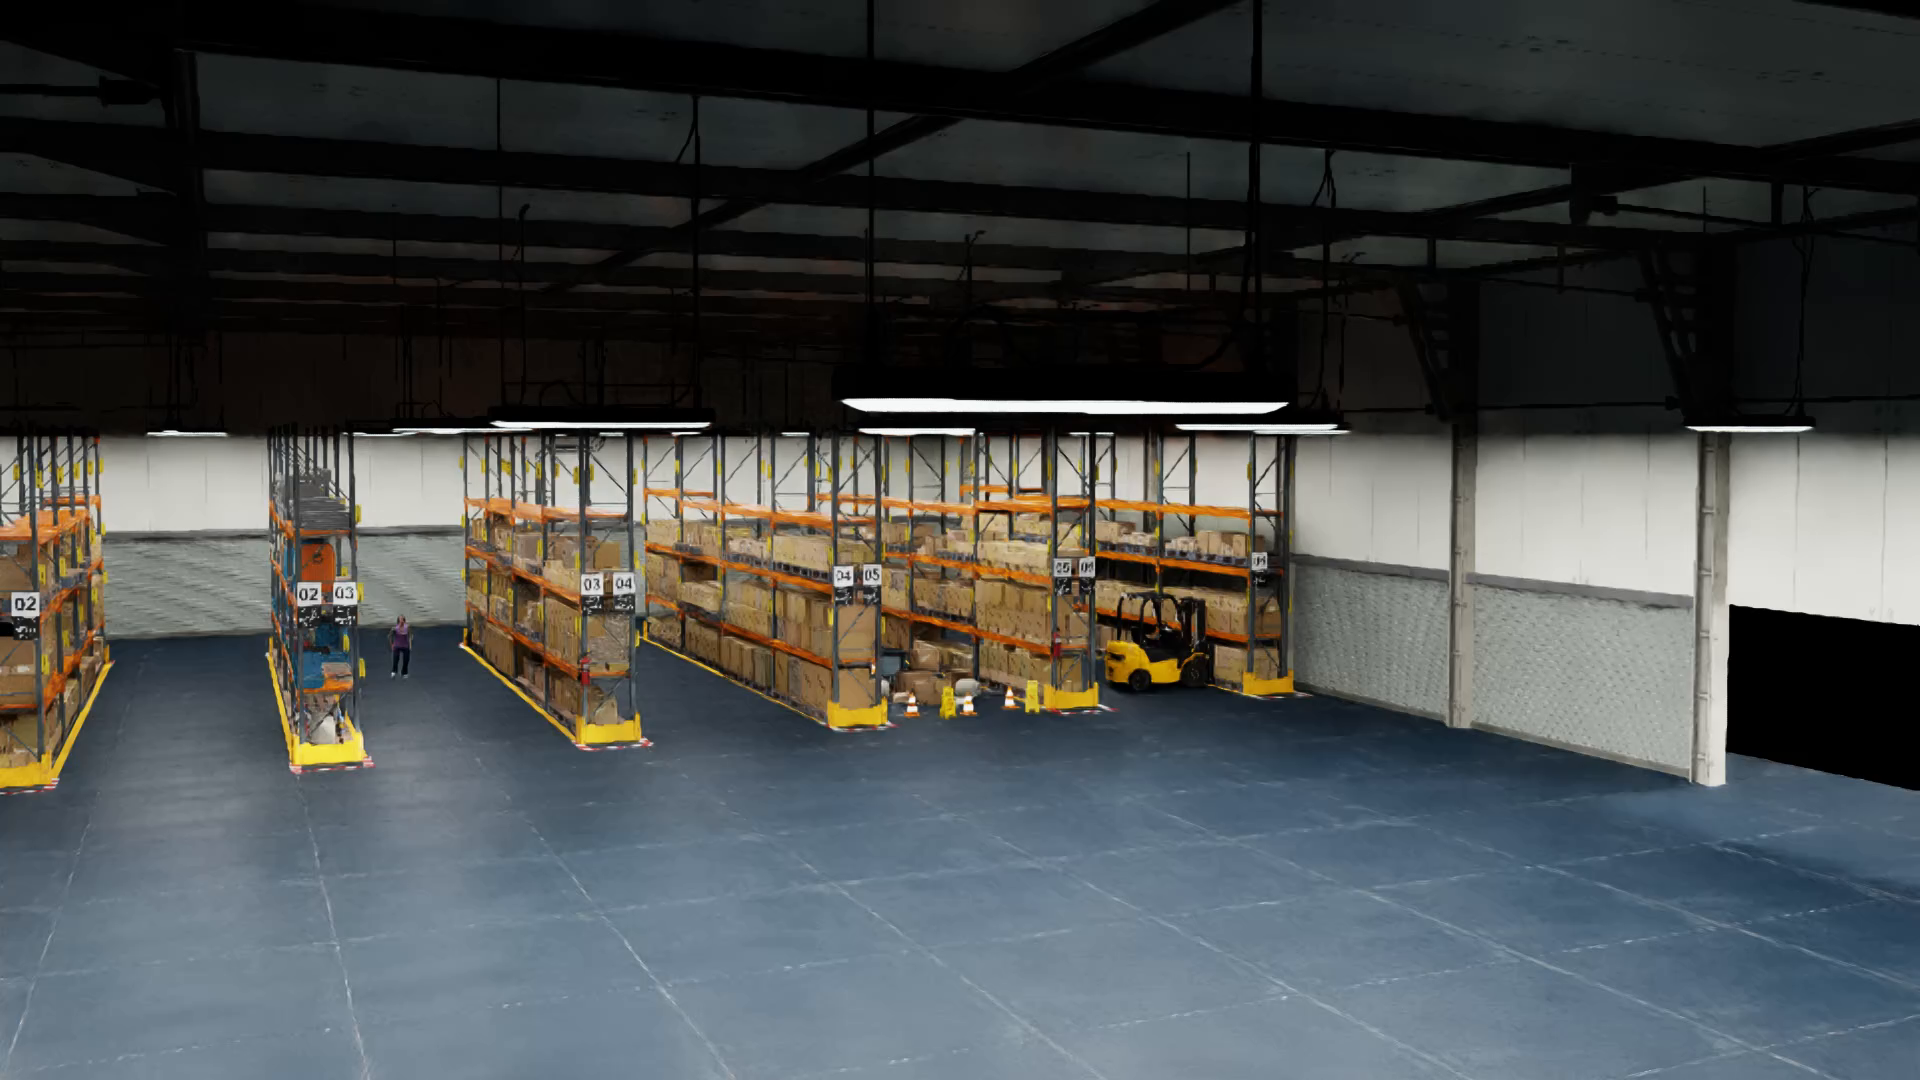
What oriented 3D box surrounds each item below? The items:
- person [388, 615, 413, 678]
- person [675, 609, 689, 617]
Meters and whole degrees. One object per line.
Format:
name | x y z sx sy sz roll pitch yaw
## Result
person | -13.329 2.539 39.622 0.566 1.541 0.519 -2 4 -27
person | -8.537 1.743 51.000 0.600 1.738 0.582 1 4 12
